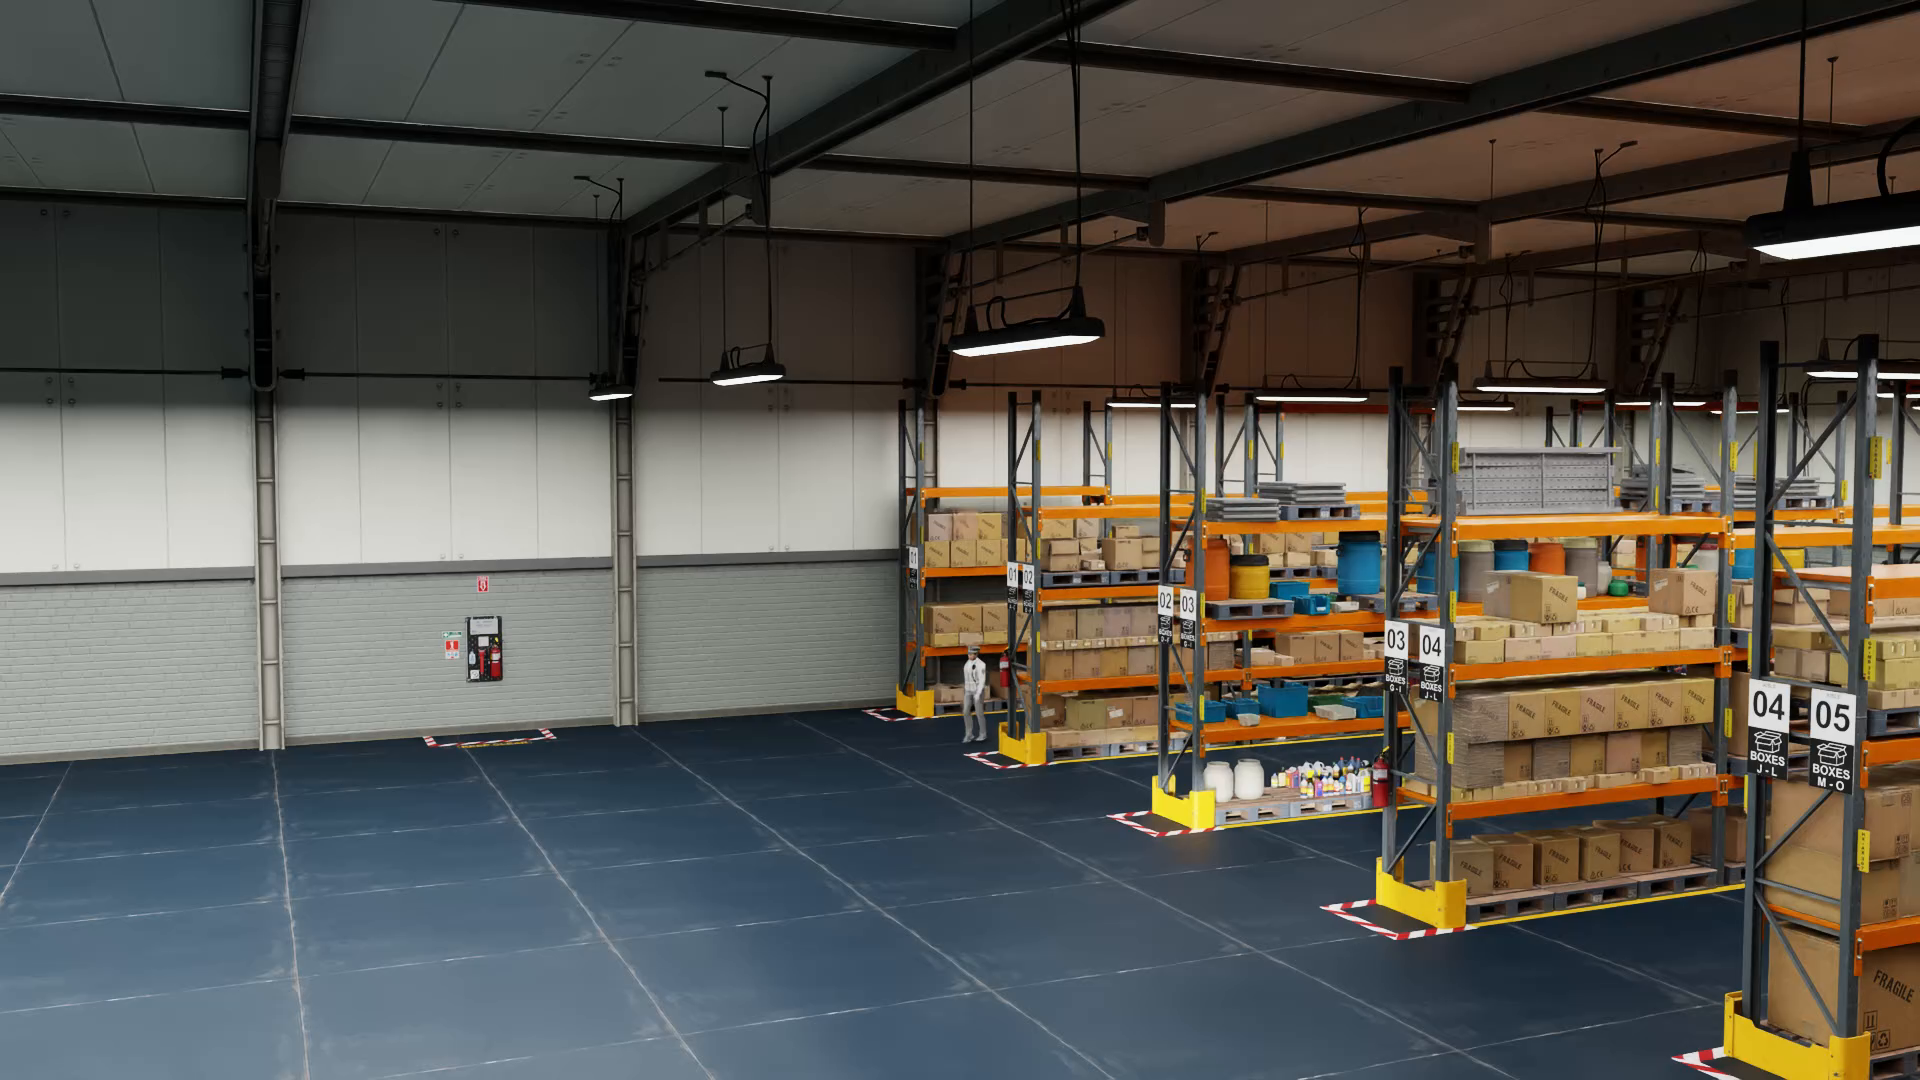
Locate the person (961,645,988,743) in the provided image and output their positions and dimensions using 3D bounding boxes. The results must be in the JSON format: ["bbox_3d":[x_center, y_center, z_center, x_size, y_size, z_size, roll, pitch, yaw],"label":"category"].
[{"bbox_3d":[0.267,2.675,28.703,0.467,1.736,0.533,-3,4,-41],"label":"person"}]
